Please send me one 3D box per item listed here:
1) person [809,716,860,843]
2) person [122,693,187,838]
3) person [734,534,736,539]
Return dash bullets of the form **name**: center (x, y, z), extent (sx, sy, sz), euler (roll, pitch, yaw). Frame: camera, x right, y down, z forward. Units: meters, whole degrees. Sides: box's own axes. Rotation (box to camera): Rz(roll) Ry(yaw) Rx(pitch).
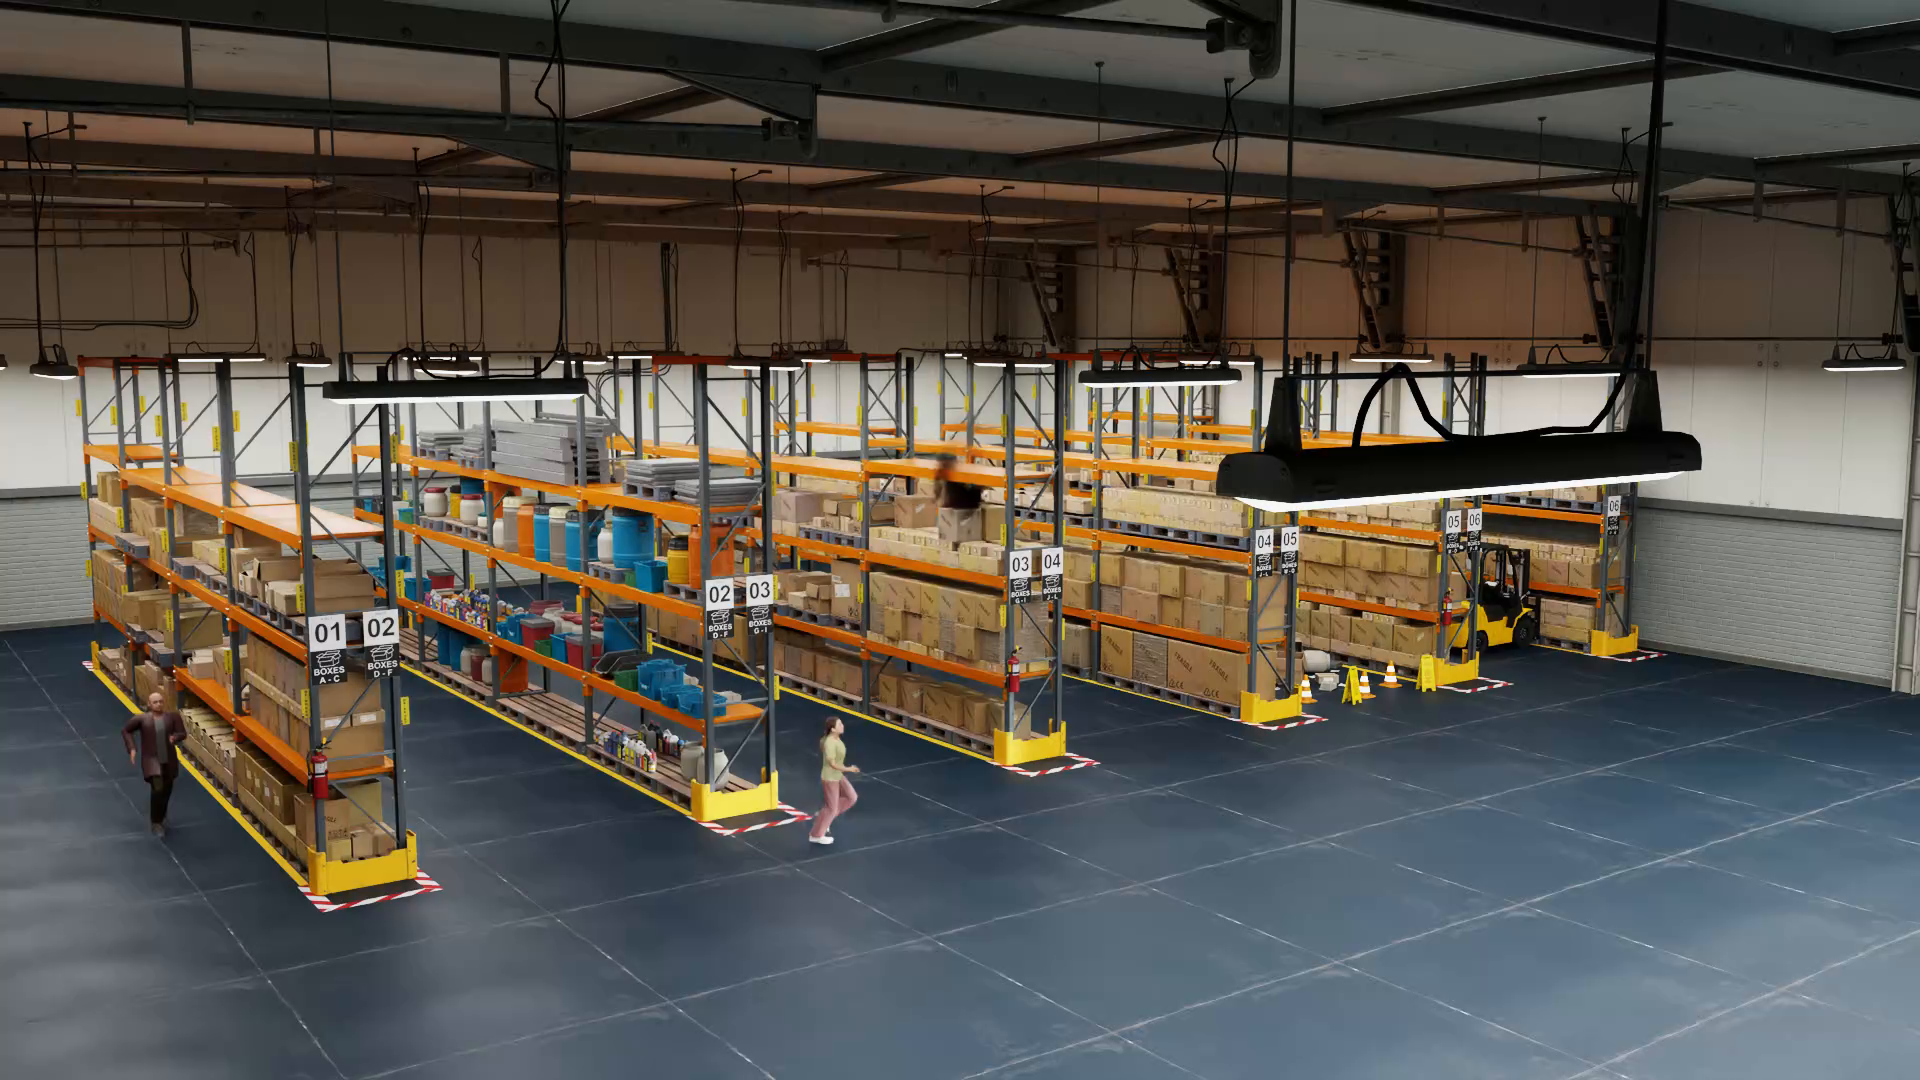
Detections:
- **person**: center (-1.575, 2.996, 20.908), extent (0.654, 1.621, 0.600), euler (0, 7, 4)
- **person**: center (-10.283, 2.875, 21.346), extent (0.829, 1.846, 0.675), euler (7, 10, 44)
- **person**: center (-5.597, 0.623, 40.587), extent (0.697, 1.677, 0.735), euler (3, 7, 20)
